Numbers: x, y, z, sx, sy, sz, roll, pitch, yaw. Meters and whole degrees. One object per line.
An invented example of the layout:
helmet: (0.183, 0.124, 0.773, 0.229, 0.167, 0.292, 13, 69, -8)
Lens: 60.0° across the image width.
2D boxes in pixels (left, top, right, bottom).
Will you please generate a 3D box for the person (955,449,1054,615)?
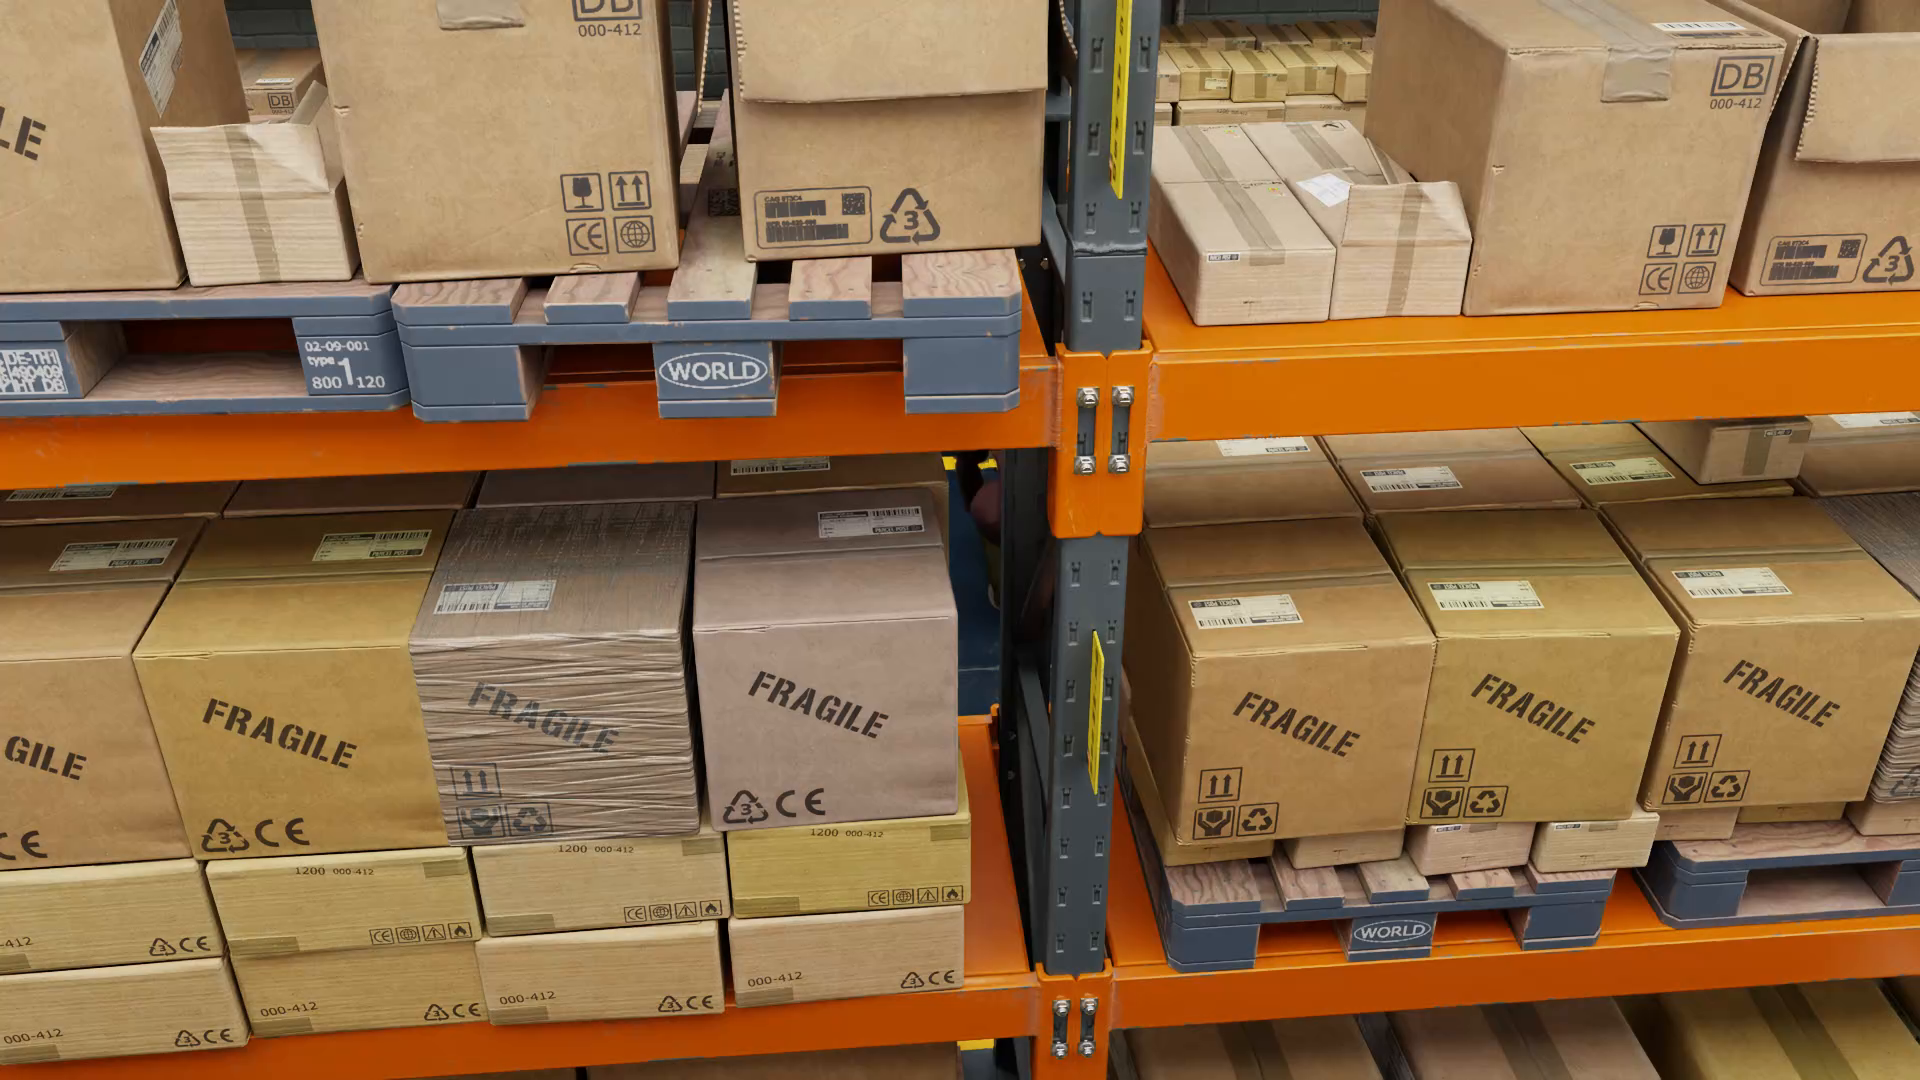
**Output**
person: (0.301, -0.174, 7.216, 0.615, 0.986, 0.875, -3, 31, -5)
